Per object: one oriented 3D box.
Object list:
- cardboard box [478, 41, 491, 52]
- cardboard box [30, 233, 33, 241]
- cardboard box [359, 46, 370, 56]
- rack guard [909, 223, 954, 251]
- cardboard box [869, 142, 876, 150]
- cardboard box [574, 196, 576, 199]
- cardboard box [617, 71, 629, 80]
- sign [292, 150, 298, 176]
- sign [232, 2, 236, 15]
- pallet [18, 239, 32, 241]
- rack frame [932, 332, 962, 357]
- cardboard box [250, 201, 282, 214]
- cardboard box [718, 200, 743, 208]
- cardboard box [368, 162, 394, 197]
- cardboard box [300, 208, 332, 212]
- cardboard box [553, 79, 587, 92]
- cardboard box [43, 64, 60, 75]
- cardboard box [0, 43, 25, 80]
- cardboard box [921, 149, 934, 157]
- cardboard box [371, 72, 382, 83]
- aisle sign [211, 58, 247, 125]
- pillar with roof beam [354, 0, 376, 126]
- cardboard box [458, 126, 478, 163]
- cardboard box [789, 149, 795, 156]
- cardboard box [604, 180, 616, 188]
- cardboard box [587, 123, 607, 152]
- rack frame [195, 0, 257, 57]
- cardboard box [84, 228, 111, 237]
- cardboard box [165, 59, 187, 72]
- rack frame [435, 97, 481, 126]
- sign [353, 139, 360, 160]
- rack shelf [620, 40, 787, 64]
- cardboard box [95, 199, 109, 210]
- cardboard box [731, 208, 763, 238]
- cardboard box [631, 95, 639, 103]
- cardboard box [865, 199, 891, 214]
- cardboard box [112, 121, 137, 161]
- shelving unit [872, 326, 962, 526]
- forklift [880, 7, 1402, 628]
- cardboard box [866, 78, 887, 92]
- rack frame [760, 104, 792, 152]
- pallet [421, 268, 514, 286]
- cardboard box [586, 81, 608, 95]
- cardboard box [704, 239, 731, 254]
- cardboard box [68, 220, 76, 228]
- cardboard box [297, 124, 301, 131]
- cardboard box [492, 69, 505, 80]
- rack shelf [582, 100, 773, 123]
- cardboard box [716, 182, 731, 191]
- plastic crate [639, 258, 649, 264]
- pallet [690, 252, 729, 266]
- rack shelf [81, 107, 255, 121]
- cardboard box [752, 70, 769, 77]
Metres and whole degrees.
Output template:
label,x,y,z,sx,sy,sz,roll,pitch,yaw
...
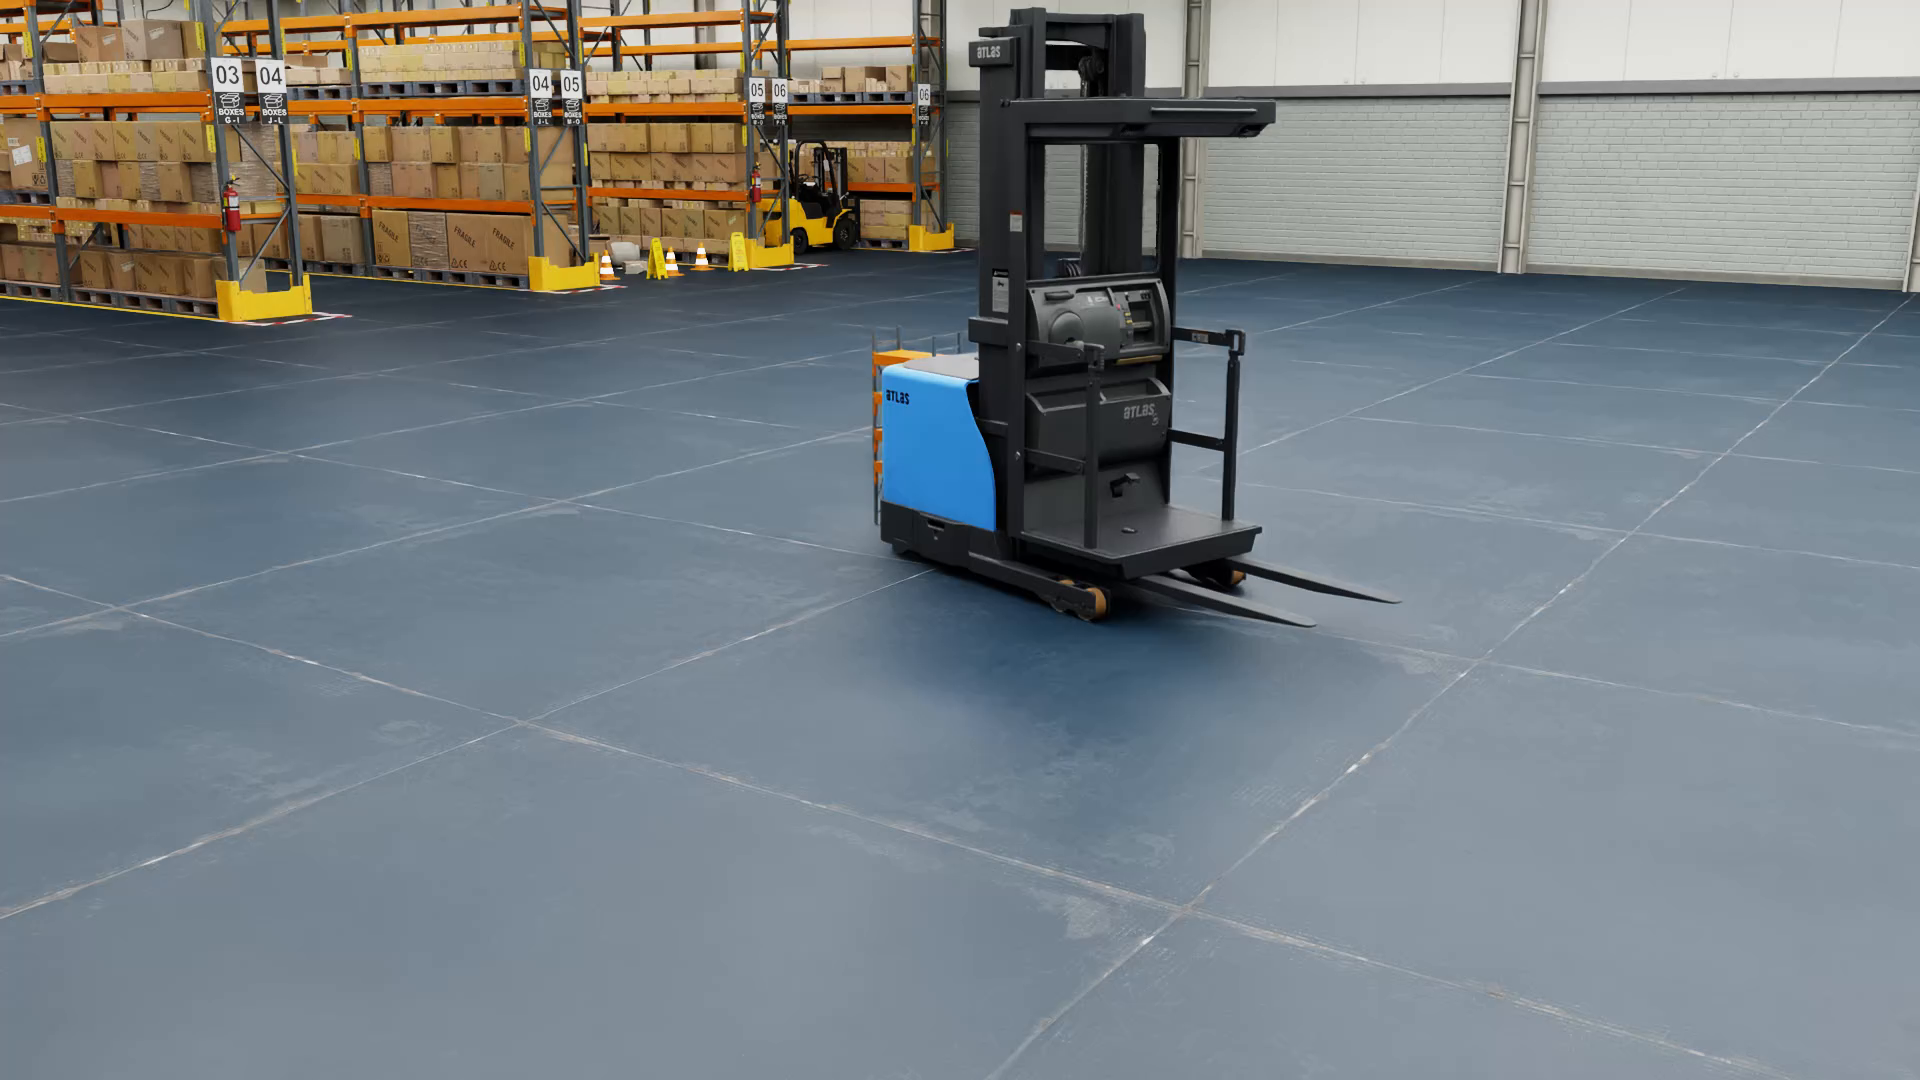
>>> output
label,x,y,z,sx,sy,sz,roll,pitch,yaw
cardboard box,-6.924,-7.325,24.709,0.250,0.149,0.380,10,17,34
cardboard box,-18.167,-6.015,32.938,0.250,0.149,0.380,9,17,33
cardboard box,-9.242,-7.699,26.220,0.250,0.149,0.380,9,17,33
rack guard,-0.570,-6.080,33.342,0.348,0.500,1.175,9,17,33
cardboard box,-1.624,-7.915,33.377,0.250,0.149,0.380,9,17,33
cardboard box,-8.864,-7.874,38.365,0.250,0.149,0.380,8,16,30
cardboard box,-5.948,-8.349,29.931,0.250,0.149,0.380,9,17,32
sign,-8.585,-4.858,21.406,0.005,0.325,0.100,9,17,33
sign,-16.319,-11.962,37.309,0.005,0.325,0.100,9,17,33
pallet,-18.595,-5.971,33.506,1.213,0.211,1.003,9,17,33
rack frame,-0.075,-0.615,9.813,0.015,1.200,0.240,12,18,40
cardboard box,-8.991,-4.294,21.449,0.250,0.149,0.380,9,17,33
cardboard box,-4.988,-7.057,36.157,0.625,0.625,0.875,9,17,32
cardboard box,-9.042,-5.868,26.972,0.550,0.550,0.875,9,17,33
cardboard box,-13.775,-6.981,36.240,0.875,0.438,0.875,9,16,32
cardboard box,-7.241,-8.479,31.029,0.500,0.250,0.500,9,16,32
cardboard box,-12.109,-6.338,22.425,0.250,0.149,0.380,9,16,31
cardboard box,-13.324,-6.785,23.660,0.637,0.503,0.797,10,17,35
cardboard box,-0.726,-7.757,33.358,0.250,0.149,0.380,9,16,31
cardboard box,-9.026,-7.277,26.177,0.250,0.149,0.380,9,17,33
aisle sign,-9.004,-5.524,20.485,0.004,0.787,0.394,9,17,33
pillar with roof beam,-18.003,-12.037,39.721,0.400,9.000,9.100,9,17,33
cardboard box,-7.219,-6.117,25.734,0.550,0.550,0.875,9,17,33
cardboard box,-3.344,-8.037,34.490,0.250,0.149,0.380,9,17,33
cardboard box,-6.355,-6.591,30.728,0.250,0.149,0.380,10,17,34
cardboard box,-6.432,-7.418,30.641,0.500,0.500,0.700,9,17,32
rack frame,-12.674,-9.290,28.626,0.127,3.000,1.000,9,17,33
cardboard box,-16.432,-5.858,31.685,0.250,0.149,0.380,10,17,34
cardboard box,-9.731,-5.955,20.877,0.250,0.149,0.380,8,16,30
rack frame,-9.995,-7.379,33.389,0.127,3.000,1.000,9,17,33
sign,-9.649,-6.256,26.608,0.005,0.325,0.100,9,17,33
rack shelf,-5.568,-10.470,35.719,4.000,0.370,1.077,9,17,33
cardboard box,-11.376,-4.518,22.356,0.250,0.149,0.380,9,17,33
cardboard box,-3.892,-5.705,29.917,0.500,0.500,0.500,9,16,31
cardboard box,-5.700,-7.949,29.972,0.250,0.149,0.380,9,16,31
cardboard box,-1.573,-6.718,33.485,0.500,0.250,0.500,10,17,34
cardboard box,-10.724,-5.235,21.820,0.500,0.500,0.500,9,17,33
shelving unit,-0.259,-0.654,9.968,0.503,1.200,0.258,12,18,40
forklift,0.858,-1.158,8.401,1.130,2.935,3.031,-11,18,-37
cardboard box,-1.657,-9.024,32.990,0.258,0.266,0.396,9,17,33
rack frame,-3.909,-7.833,35.222,0.127,3.000,1.000,9,17,33
pallet,-7.751,-4.207,26.380,1.213,0.211,1.003,9,17,33
cardboard box,-6.464,-8.256,30.385,0.500,0.250,0.500,9,16,32
cardboard box,-4.198,-5.233,29.569,0.500,0.250,0.500,9,17,33
cardboard box,-16.878,-6.078,31.953,0.250,0.149,0.380,9,17,32
cardboard box,-13.906,-8.799,35.486,0.250,0.149,0.380,10,17,34
cardboard box,-6.709,-6.903,24.664,0.250,0.149,0.380,9,17,33
rack shelf,-5.016,-7.681,29.864,4.000,0.370,1.077,9,17,33
cardboard box,-4.059,-6.203,29.163,0.250,0.149,0.380,9,16,32
plastic crate,-5.831,-5.051,30.062,0.583,0.080,0.402,3,14,14
pallet,-4.074,-5.079,29.900,1.213,0.211,1.003,9,17,33
rack shelf,-14.333,-7.753,30.156,4.000,0.370,1.077,9,17,33
cardboard box,-3.538,-8.115,28.985,0.250,0.149,0.380,9,17,32
